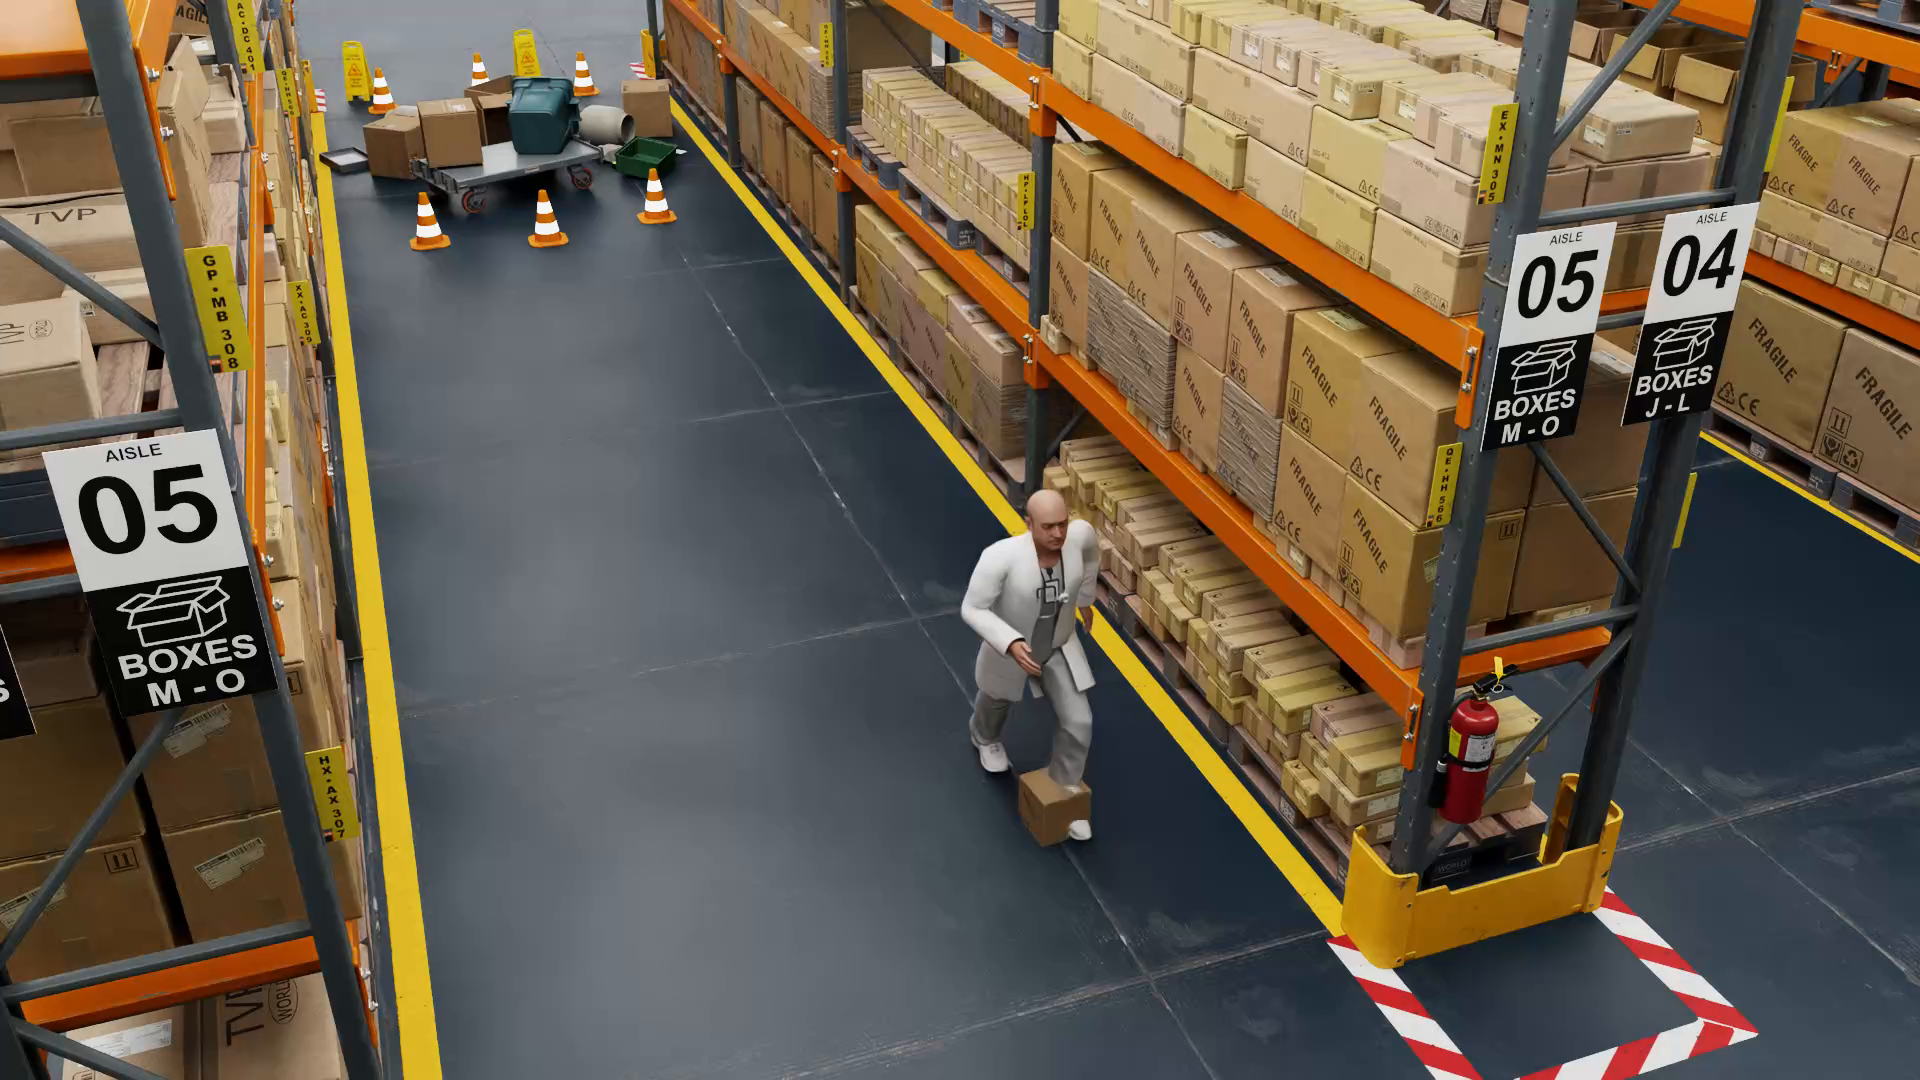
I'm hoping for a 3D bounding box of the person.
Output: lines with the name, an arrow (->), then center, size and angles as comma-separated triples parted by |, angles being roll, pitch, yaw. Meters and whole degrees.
person -> 0.325, 0.469, 7.583 | 0.716, 1.693, 0.995 | -7, 30, -13
